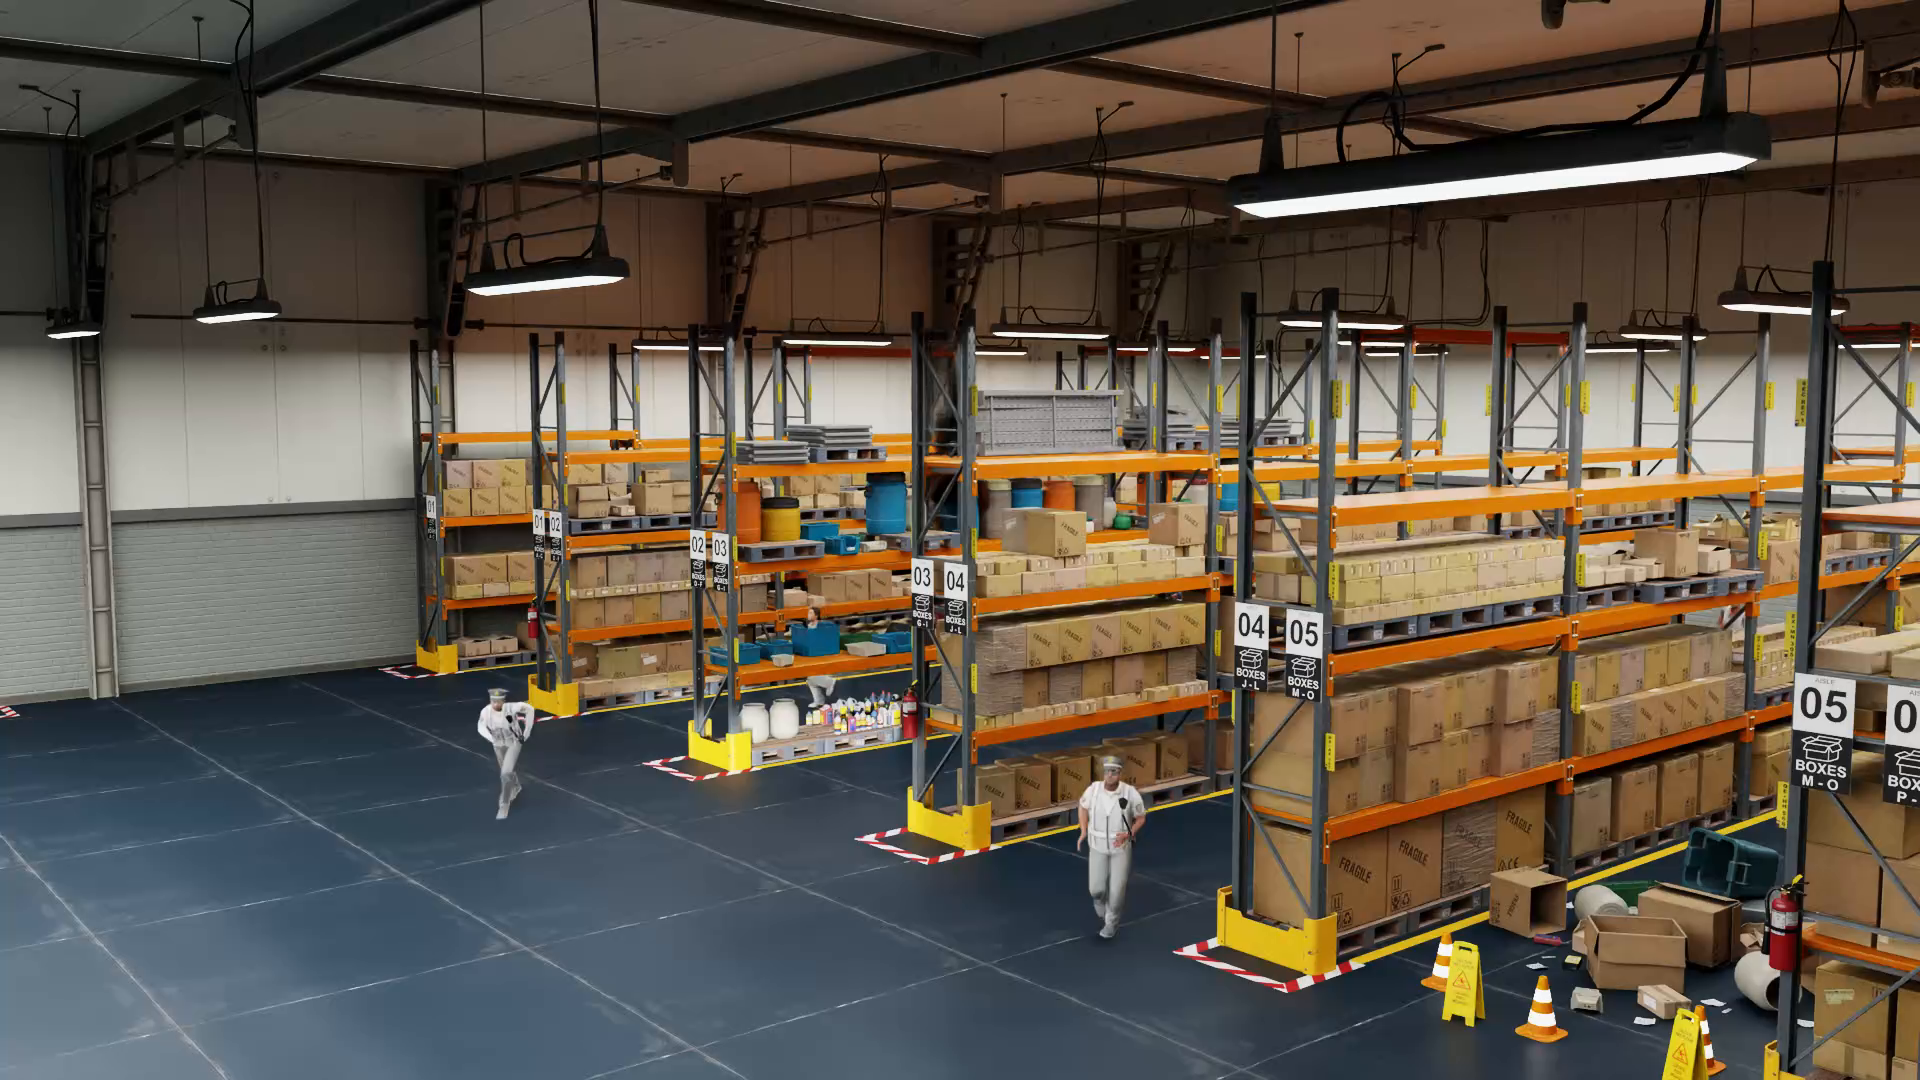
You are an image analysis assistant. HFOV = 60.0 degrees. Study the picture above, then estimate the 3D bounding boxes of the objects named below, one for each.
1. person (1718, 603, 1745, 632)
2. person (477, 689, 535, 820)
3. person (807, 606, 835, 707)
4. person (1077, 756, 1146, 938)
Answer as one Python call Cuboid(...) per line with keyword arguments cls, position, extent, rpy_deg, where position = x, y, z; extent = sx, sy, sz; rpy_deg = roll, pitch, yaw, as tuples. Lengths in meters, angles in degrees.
Cuboid(cls="person", position=(12.908, 1.728, 27.852), extent=(0.648, 1.727, 0.709), rpy_deg=(-4, 6, -35))
Cuboid(cls="person", position=(-5.476, 2.543, 20.190), extent=(0.657, 1.619, 0.957), rpy_deg=(0, 5, 0))
Cuboid(cls="person", position=(-2.287, 1.881, 26.783), extent=(0.578, 1.633, 0.638), rpy_deg=(5, 7, 44))
Cuboid(cls="person", position=(1.410, 2.870, 15.601), extent=(0.659, 1.740, 0.617), rpy_deg=(1, 5, 12))
